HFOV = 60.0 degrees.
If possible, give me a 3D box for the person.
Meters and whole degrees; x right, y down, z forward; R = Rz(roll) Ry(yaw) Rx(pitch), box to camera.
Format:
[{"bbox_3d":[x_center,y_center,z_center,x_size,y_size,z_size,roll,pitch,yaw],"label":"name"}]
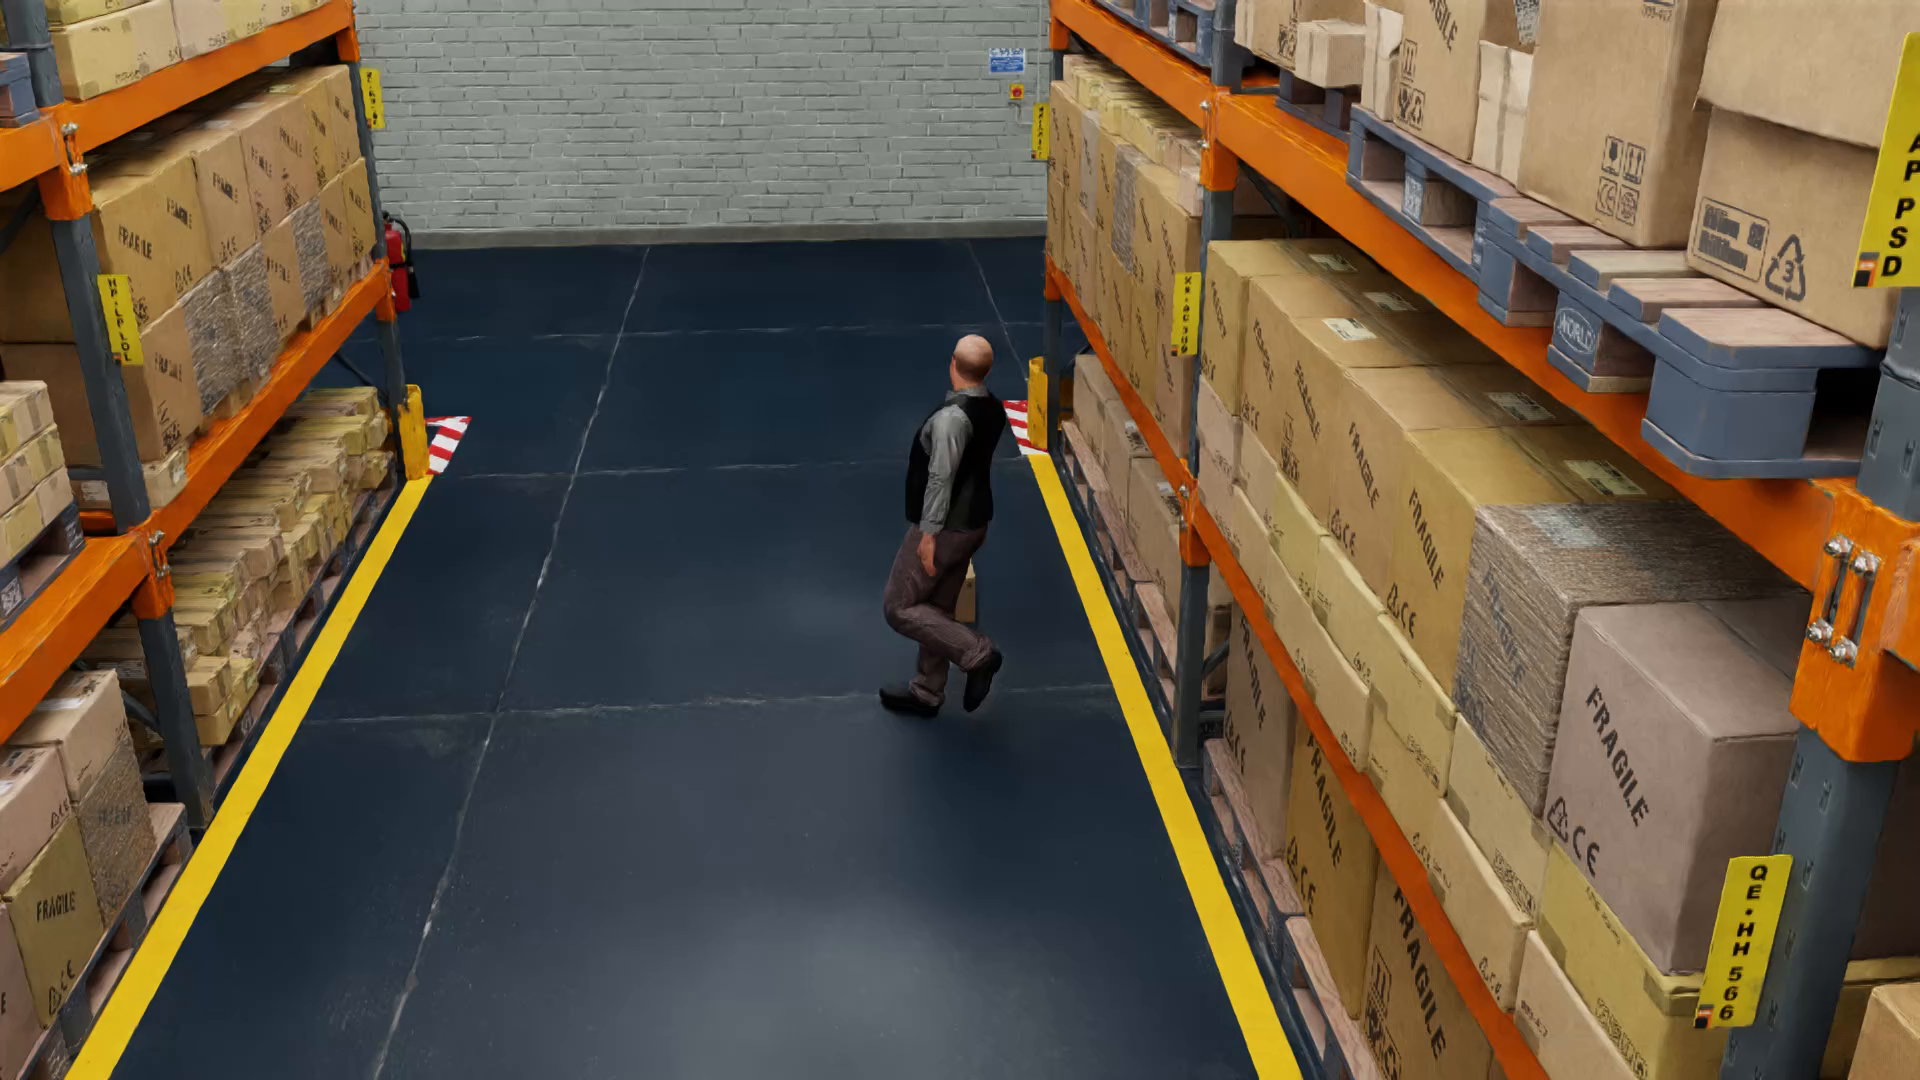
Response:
[{"bbox_3d":[-0.046,-0.046,7.273,0.600,1.688,0.645,7,25,16],"label":"person"}]
